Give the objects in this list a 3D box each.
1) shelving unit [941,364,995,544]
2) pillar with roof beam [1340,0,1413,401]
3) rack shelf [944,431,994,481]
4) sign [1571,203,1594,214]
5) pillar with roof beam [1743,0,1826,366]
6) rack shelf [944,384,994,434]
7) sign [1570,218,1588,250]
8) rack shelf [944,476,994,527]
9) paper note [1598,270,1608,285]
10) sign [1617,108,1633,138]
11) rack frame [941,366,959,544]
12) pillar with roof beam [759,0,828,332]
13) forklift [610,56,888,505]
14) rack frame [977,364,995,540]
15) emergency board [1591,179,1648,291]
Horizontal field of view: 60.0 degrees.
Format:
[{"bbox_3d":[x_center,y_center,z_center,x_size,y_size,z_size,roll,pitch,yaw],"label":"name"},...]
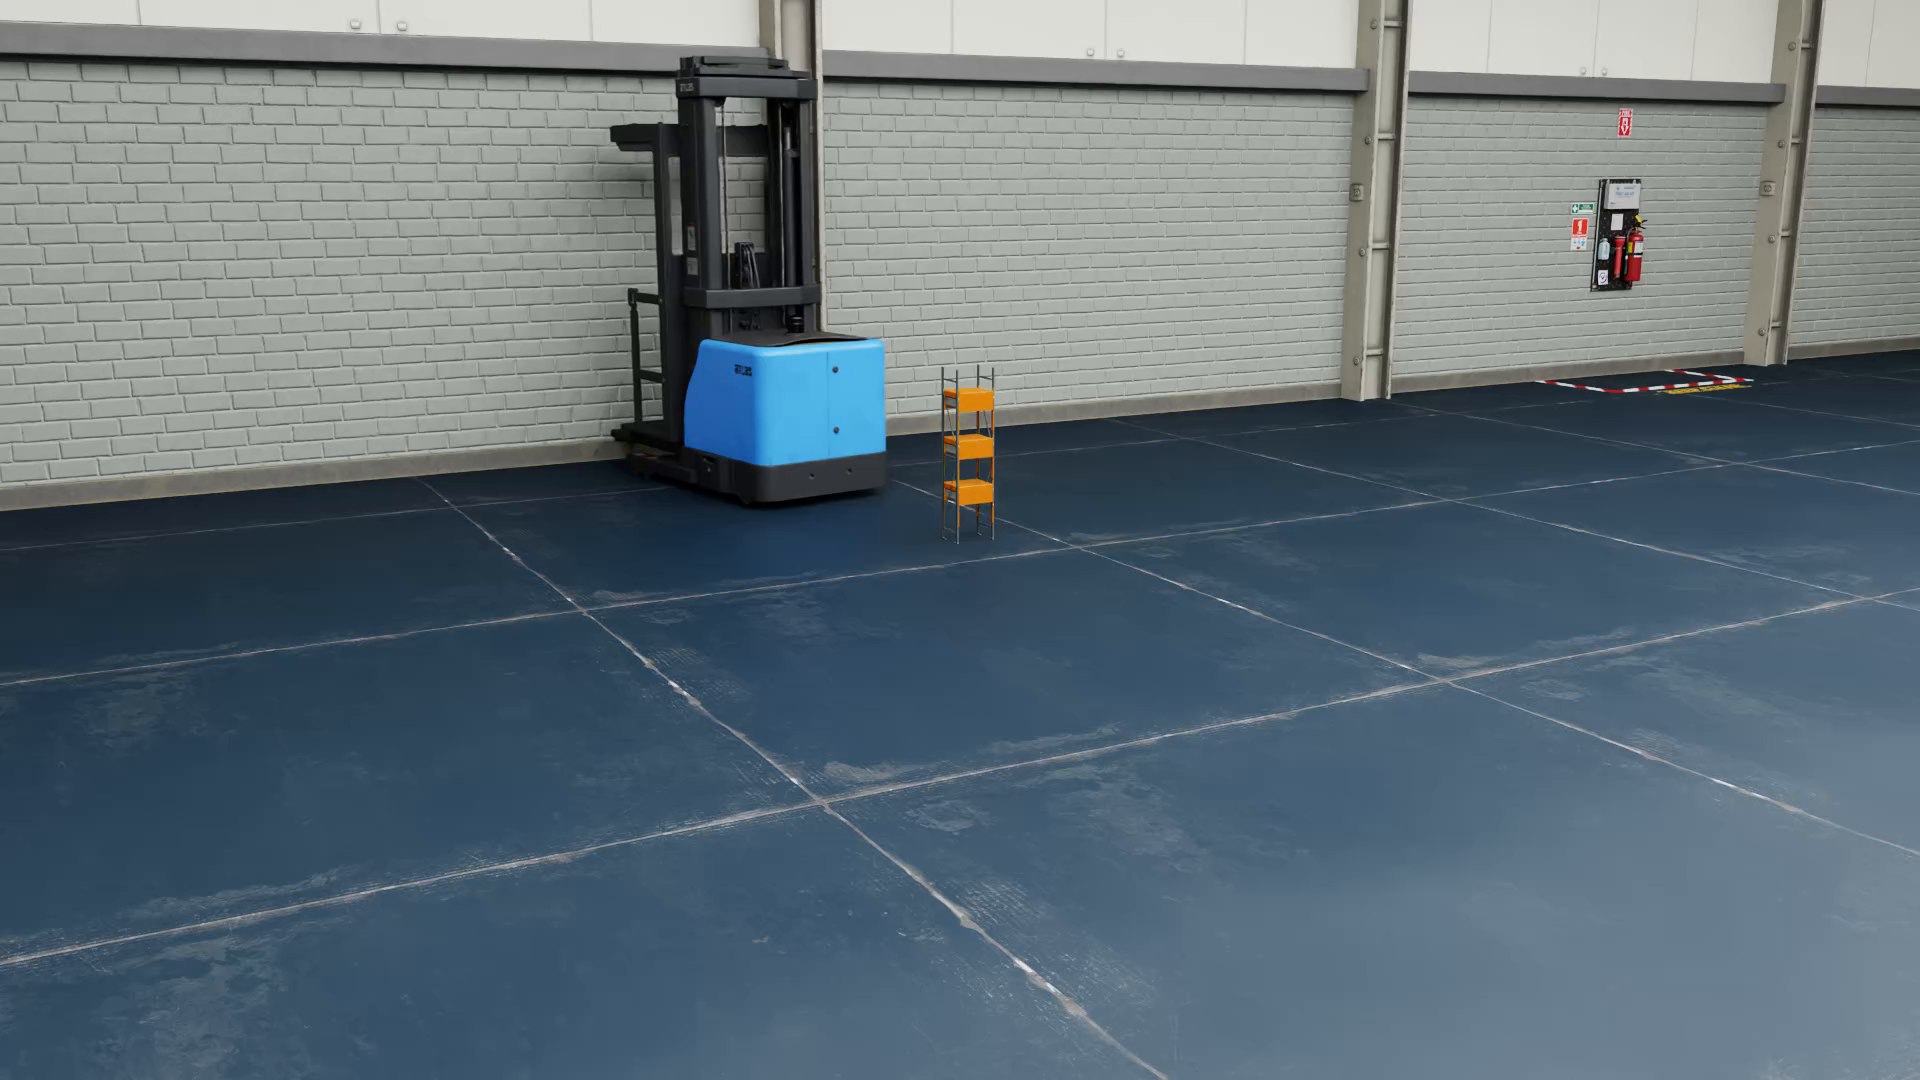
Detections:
[{"bbox_3d":[0.047,-0.518,10.019,0.252,1.050,0.215,-7,14,-28],"label":"shelving unit"},{"bbox_3d":[6.028,-4.953,11.620,0.400,9.000,9.100,-7,14,-28],"label":"pillar with roof beam"},{"bbox_3d":[0.047,-0.507,10.021,0.240,0.259,0.215,-7,14,-28],"label":"rack shelf"},{"bbox_3d":[6.518,-3.471,17.410,0.331,0.109,0.001,-7,14,-28],"label":"sign"},{"bbox_3d":[11.295,-5.584,14.425,0.400,9.000,9.100,-7,14,-28],"label":"pillar with roof beam"},{"bbox_3d":[0.047,-0.784,9.959,0.240,0.259,0.215,-7,14,-28],"label":"rack shelf"},{"bbox_3d":[6.510,-3.213,17.474,0.234,0.329,0.001,-7,14,-28],"label":"sign"},{"bbox_3d":[0.047,-0.236,10.082,0.240,0.259,0.215,-7,14,-28],"label":"rack shelf"},{"bbox_3d":[6.856,-2.799,17.721,0.142,0.148,0.016,-7,14,-28],"label":"paper note"},{"bbox_3d":[6.990,-4.383,17.475,0.199,0.298,0.001,-7,14,-28],"label":"sign"},{"bbox_3d":[-0.060,-0.505,9.962,0.008,1.050,0.200,-7,14,-28],"label":"rack frame"},{"bbox_3d":[0.762,-4.321,8.816,0.400,9.000,9.100,-7,14,-28],"label":"pillar with roof beam"},{"bbox_3d":[-1.794,-1.929,12.007,1.130,2.935,3.031,-10,16,-37],"label":"forklift"},{"bbox_3d":[0.154,-0.531,10.076,0.008,1.050,0.200,-7,14,-28],"label":"rack frame"},{"bbox_3d":[7.044,-3.234,17.648,0.643,1.169,0.194,-7,14,-28],"label":"emergency board"}]
